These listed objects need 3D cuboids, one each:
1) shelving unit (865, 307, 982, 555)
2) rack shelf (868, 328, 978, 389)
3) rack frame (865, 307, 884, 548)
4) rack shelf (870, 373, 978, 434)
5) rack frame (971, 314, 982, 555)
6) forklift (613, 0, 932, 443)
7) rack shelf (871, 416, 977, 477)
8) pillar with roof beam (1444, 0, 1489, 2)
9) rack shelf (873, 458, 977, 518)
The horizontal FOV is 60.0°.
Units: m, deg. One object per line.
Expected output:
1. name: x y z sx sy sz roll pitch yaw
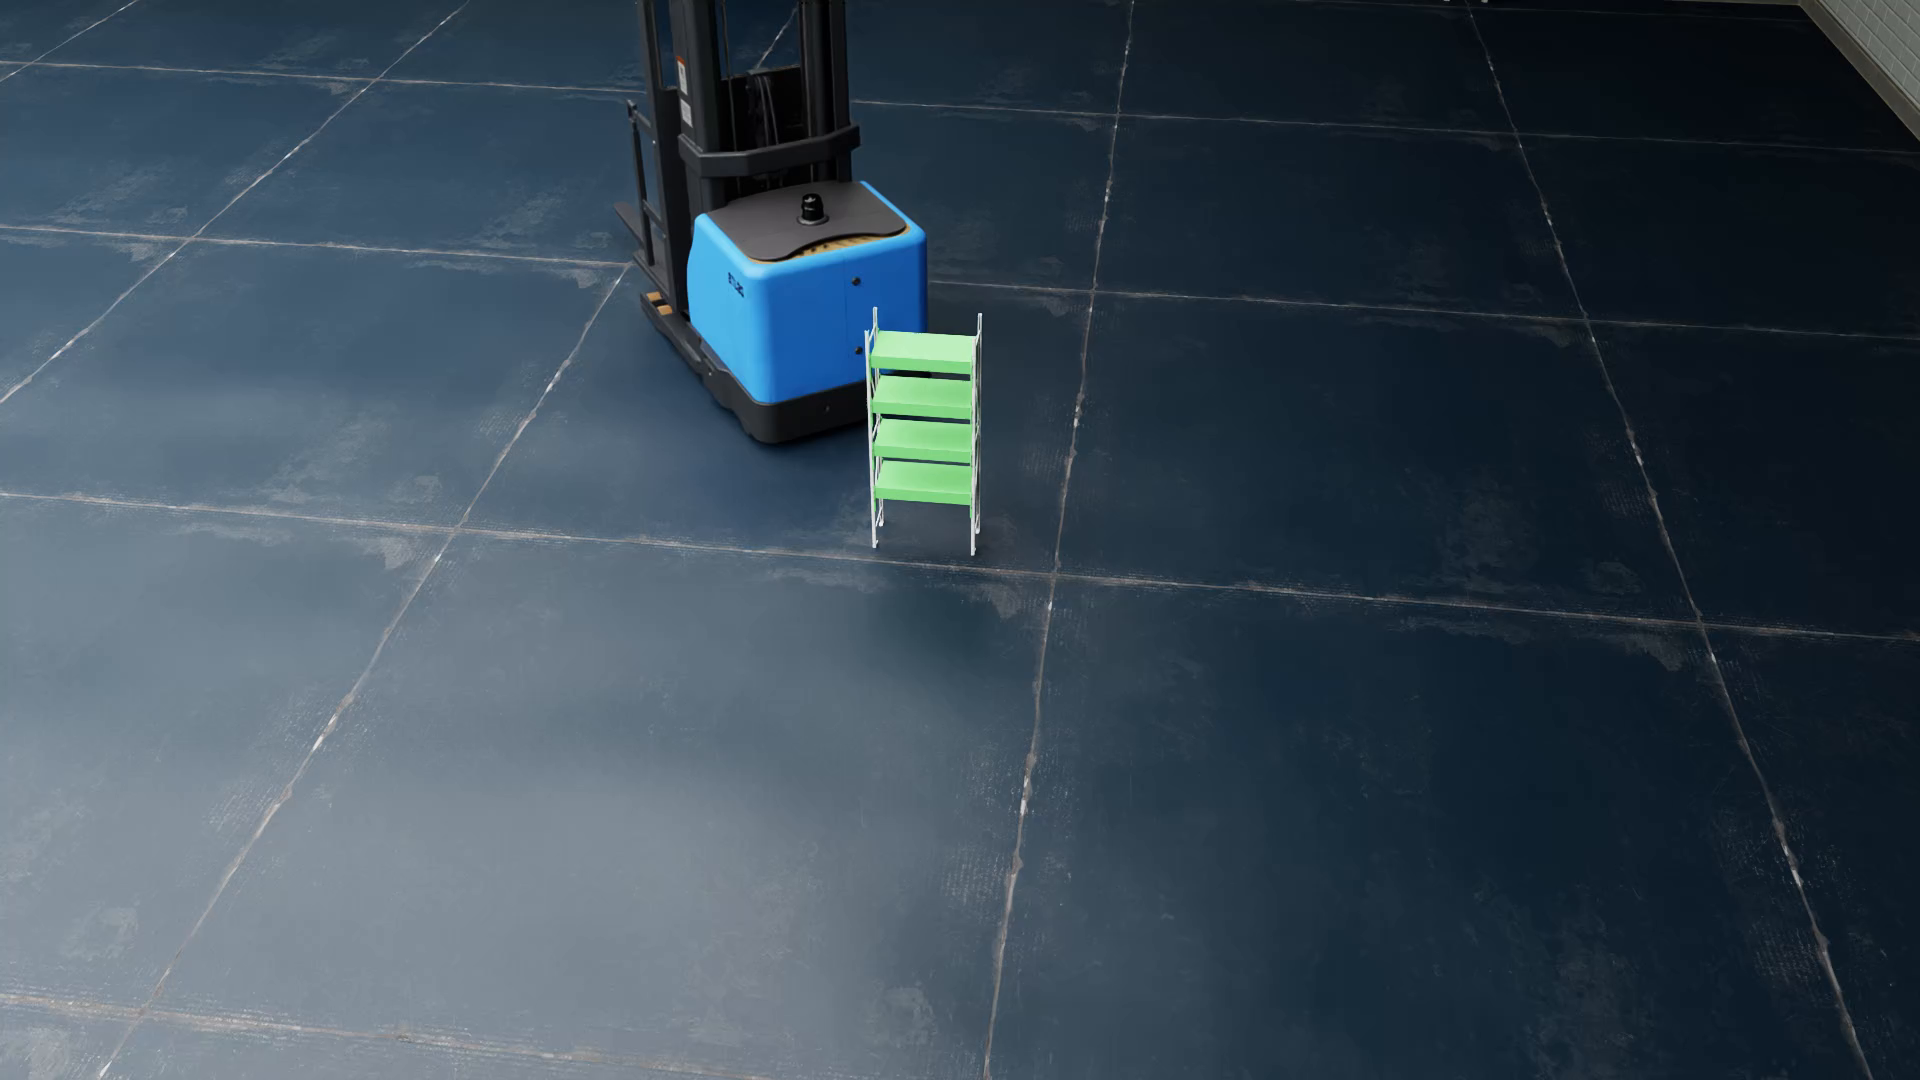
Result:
1. shelving unit: -0.164 -0.501 7.919 0.503 1.200 0.258 4 36 6
2. rack shelf: -0.164 -0.839 7.677 0.480 0.148 0.258 4 36 6
3. rack frame: -0.406 -0.519 7.944 0.015 1.200 0.240 4 36 6
4. rack shelf: -0.164 -0.644 7.816 0.480 0.148 0.258 4 36 6
5. rack frame: 0.078 -0.483 7.893 0.015 1.200 0.240 4 36 6
6. forklift: -1.289 -2.547 9.296 1.130 2.935 3.031 -17 39 -22
7. rack shelf: -0.164 -0.449 7.956 0.480 0.148 0.258 4 36 6
8. pillar with roof beam: 4.068 -6.162 9.137 0.400 9.000 9.100 4 36 6
9. rack shelf: -0.164 -0.253 8.095 0.480 0.148 0.258 4 36 6
